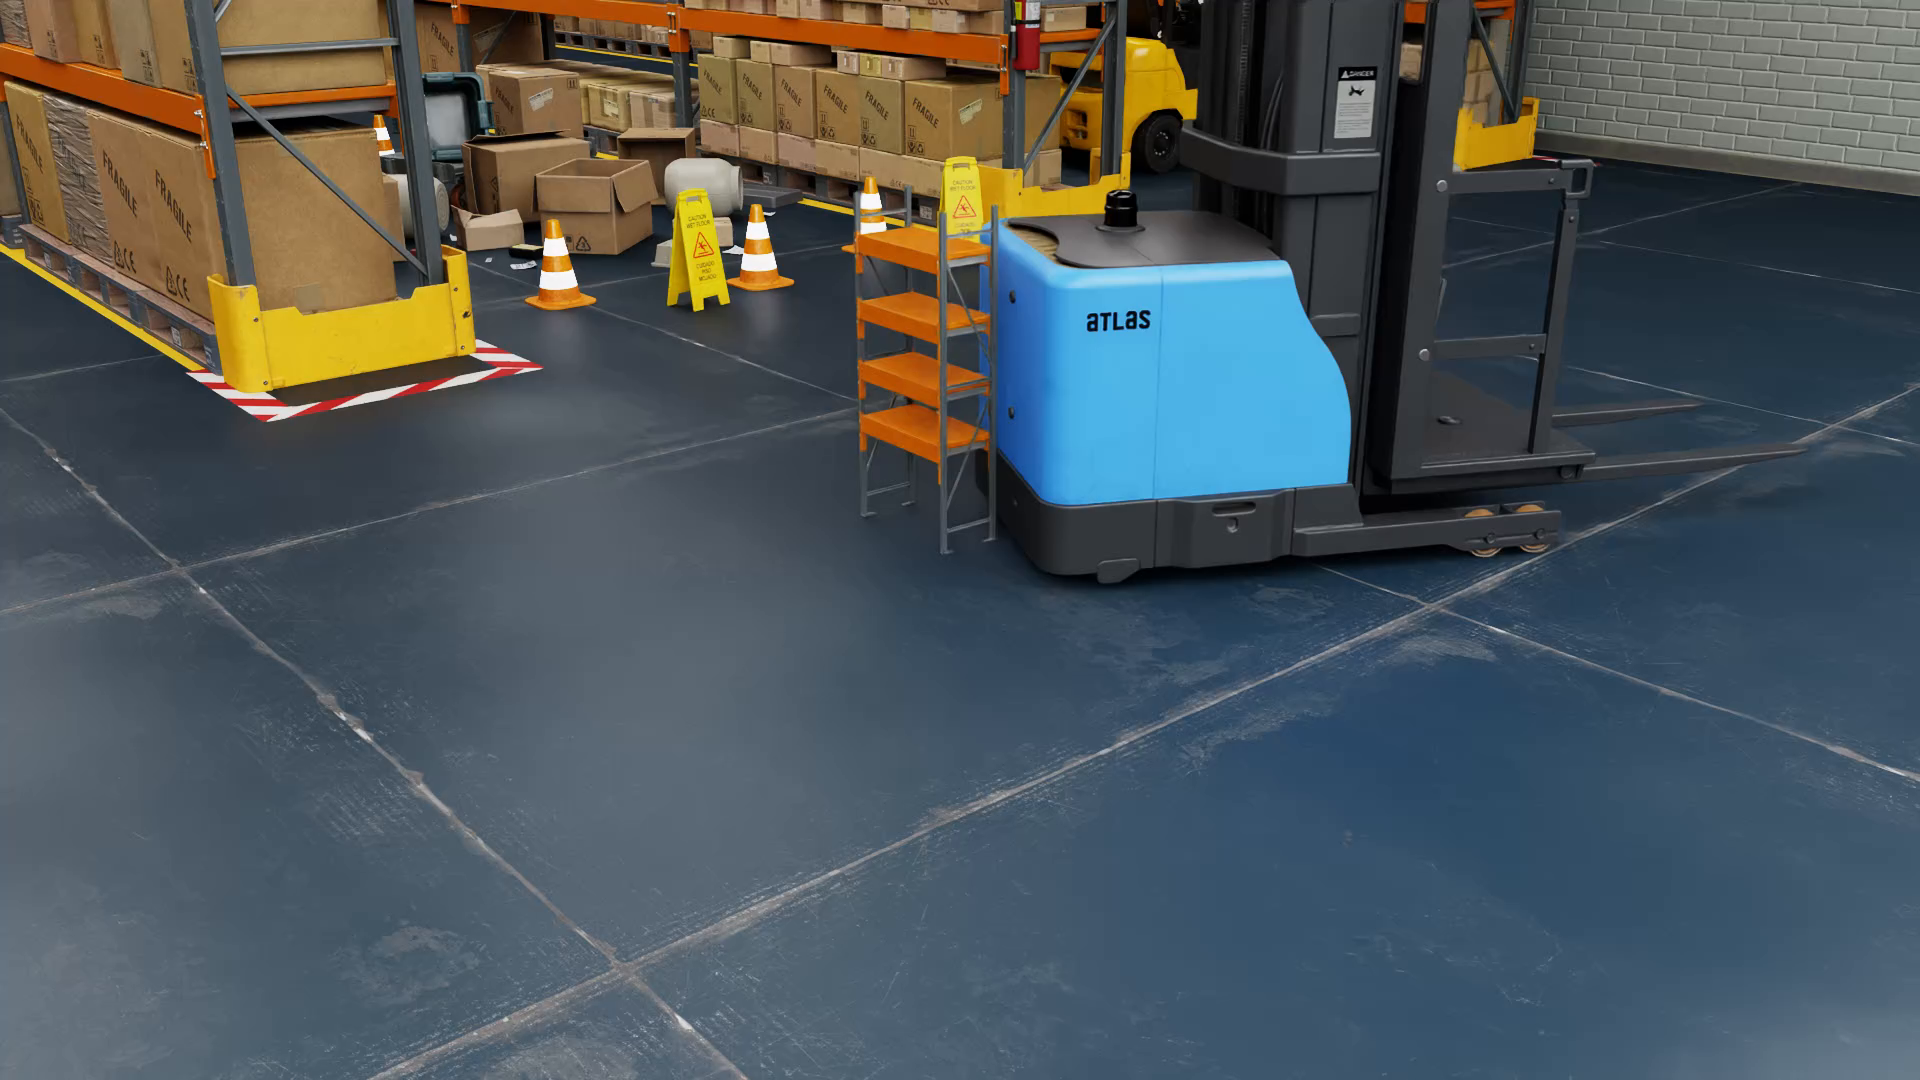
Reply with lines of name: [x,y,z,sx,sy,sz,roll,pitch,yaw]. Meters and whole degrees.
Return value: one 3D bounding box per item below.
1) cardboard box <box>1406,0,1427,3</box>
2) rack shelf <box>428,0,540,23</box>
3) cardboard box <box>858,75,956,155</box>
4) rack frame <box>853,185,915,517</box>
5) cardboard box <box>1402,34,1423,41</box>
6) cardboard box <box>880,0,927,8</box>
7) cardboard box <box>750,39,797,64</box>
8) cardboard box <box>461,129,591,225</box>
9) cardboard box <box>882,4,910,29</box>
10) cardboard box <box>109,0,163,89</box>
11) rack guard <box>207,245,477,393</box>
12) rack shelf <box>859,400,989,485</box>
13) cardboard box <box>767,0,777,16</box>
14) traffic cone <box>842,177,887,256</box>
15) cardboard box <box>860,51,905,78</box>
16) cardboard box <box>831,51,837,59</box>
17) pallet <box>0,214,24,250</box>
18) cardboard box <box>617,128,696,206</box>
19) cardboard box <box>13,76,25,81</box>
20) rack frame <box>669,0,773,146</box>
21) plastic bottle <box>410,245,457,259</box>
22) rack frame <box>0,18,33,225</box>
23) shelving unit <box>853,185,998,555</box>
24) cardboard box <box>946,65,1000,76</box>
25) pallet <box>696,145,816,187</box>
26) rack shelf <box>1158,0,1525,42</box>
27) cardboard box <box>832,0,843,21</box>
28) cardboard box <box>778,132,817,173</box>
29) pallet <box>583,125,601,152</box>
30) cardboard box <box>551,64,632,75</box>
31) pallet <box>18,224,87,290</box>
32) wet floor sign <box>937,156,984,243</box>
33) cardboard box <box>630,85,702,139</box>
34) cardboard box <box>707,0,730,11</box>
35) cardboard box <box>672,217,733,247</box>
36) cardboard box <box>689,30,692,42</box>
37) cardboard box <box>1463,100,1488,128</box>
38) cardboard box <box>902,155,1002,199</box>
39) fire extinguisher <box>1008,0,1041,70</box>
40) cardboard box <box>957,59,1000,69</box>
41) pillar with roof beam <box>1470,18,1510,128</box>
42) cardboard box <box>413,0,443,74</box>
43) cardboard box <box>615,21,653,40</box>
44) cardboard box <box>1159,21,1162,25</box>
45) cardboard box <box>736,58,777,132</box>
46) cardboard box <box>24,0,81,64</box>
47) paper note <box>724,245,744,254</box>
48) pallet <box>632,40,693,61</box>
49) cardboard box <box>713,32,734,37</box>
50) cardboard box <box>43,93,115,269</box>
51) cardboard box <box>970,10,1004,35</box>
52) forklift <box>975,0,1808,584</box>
cardboard box: [3.929,-4.770,13.913,0.500,0.500,0.500,-18,28,-39]
rack shelf: [-5.836,-5.895,17.909,1.077,0.370,4.000,-17,27,-37]
cardboard box: [-0.372,-3.035,11.785,0.500,0.500,0.500,-16,27,-36]
rack frame: [-0.272,-0.673,6.058,0.240,1.200,0.015,-16,26,-35]
cardboard box: [3.950,-4.346,14.791,0.500,0.250,0.500,-17,27,-37]
cardboard box: [-0.195,-3.876,11.223,0.500,0.500,0.500,-17,27,-37]
cardboard box: [-1.366,-3.721,12.649,0.380,0.149,0.250,-16,27,-35]
cardboard box: [-2.990,-2.507,11.510,0.797,0.637,0.503,-17,27,-37]
cardboard box: [-0.306,-3.586,11.372,0.380,0.149,0.250,-17,27,-37]
cardboard box: [-3.645,-2.570,8.226,0.875,0.550,0.550,-17,27,-37]
rack guard: [-2.977,-1.091,8.083,1.175,0.500,0.348,-17,27,-37]
rack shelf: [-0.121,-0.356,5.976,0.258,0.148,0.480,-16,26,-35]
cardboard box: [-1.224,-4.026,12.494,0.380,0.149,0.250,-18,27,-38]
traffic cone: [-0.567,-2.098,10.706,0.336,0.463,0.334,-17,27,-37]
cardboard box: [-0.481,-3.349,11.698,0.380,0.149,0.250,-17,27,-37]
cardboard box: [-0.997,-3.597,13.222,0.500,0.500,0.500,-17,27,-36]
pallet: [-6.164,-2.263,11.473,1.003,0.211,1.213,-17,27,-37]
cardboard box: [-2.251,-2.790,12.418,0.500,0.500,0.500,0,21,-1]
cardboard box: [-6.704,-2.932,11.866,1.050,0.750,0.750,-17,27,-37]
rack frame: [-1.920,-4.573,13.546,1.000,3.000,0.127,-17,27,-37]
plastic bottle: [-3.350,-1.839,10.597,0.133,0.061,0.283,12,24,27]
rack frame: [-5.604,-3.366,10.466,1.000,3.000,0.127,-17,27,-37]
shelving unit: [-0.121,-0.603,5.879,0.258,1.200,0.503,-16,26,-35]
cardboard box: [0.014,-3.170,12.132,0.500,0.500,0.500,-19,28,-39]
pallet: [-1.455,-3.097,13.602,1.003,0.211,1.213,-17,27,-37]
rack shelf: [3.144,-4.868,15.286,1.077,0.370,4.000,-17,27,-37]
cardboard box: [-0.698,-3.830,11.994,0.380,0.149,0.250,-17,27,-37]
cardboard box: [-1.034,-2.970,12.648,0.500,0.250,0.500,-18,28,-38]
pallet: [-3.230,-3.826,15.464,1.003,0.211,1.213,-17,27,-37]
cardboard box: [-3.682,-4.289,15.850,0.950,0.372,0.625,-18,28,-38]
pallet: [-5.167,-1.839,10.390,1.003,0.211,1.213,-17,27,-37]
wet floor sign: [0.005,-2.064,10.369,0.267,0.644,0.232,-8,23,-19]
cardboard box: [-2.264,-3.689,14.317,0.950,0.372,0.625,-17,27,-37]
cardboard box: [-1.753,-4.235,13.028,0.380,0.149,0.250,-16,27,-36]
cardboard box: [-1.694,-2.021,10.940,0.380,0.149,0.250,-4,22,-10]
cardboard box: [-3.636,-7.148,23.232,0.500,0.311,0.500,-16,27,-36]
cardboard box: [4.277,-3.748,14.634,0.500,0.250,0.500,-17,27,-37]
cardboard box: [-0.056,-2.549,11.573,0.500,0.250,0.500,-18,27,-38]
fire extinguisher: [0.417,-3.290,10.377,0.296,0.674,0.183,-17,27,-37]
cardboard box: [0.496,-5.410,18.364,0.875,0.625,0.625,-19,28,-40]
pillar with roof beam: [1.416,-6.826,11.072,9.100,9.000,0.400,-17,27,-37]
cardboard box: [-5.498,-5.342,17.848,0.875,0.875,0.875,-17,27,-37]
cardboard box: [-4.461,-7.379,23.561,0.700,0.500,0.500,-19,28,-39]
cardboard box: [1.916,-4.928,16.276,0.500,0.250,0.500,-18,28,-38]
cardboard box: [-1.381,-3.465,12.883,0.500,0.500,0.500,-16,27,-35]
cardboard box: [-4.714,-3.013,9.359,0.875,0.550,0.550,-17,27,-37]
paper note: [-1.434,-1.872,10.723,0.142,0.019,0.148,12,24,27]
pallet: [-3.831,-6.857,23.202,1.003,0.211,1.213,-17,27,-37]
cardboard box: [-2.883,-6.665,21.740,0.500,0.500,0.500,-18,28,-38]
cardboard box: [-4.655,-2.134,9.657,0.875,0.875,0.875,-17,27,-37]
cardboard box: [0.285,-3.403,10.904,0.380,0.149,0.250,-16,27,-36]
forklift: [1.631,-1.486,5.758,3.031,2.935,1.130,-5,22,-12]
